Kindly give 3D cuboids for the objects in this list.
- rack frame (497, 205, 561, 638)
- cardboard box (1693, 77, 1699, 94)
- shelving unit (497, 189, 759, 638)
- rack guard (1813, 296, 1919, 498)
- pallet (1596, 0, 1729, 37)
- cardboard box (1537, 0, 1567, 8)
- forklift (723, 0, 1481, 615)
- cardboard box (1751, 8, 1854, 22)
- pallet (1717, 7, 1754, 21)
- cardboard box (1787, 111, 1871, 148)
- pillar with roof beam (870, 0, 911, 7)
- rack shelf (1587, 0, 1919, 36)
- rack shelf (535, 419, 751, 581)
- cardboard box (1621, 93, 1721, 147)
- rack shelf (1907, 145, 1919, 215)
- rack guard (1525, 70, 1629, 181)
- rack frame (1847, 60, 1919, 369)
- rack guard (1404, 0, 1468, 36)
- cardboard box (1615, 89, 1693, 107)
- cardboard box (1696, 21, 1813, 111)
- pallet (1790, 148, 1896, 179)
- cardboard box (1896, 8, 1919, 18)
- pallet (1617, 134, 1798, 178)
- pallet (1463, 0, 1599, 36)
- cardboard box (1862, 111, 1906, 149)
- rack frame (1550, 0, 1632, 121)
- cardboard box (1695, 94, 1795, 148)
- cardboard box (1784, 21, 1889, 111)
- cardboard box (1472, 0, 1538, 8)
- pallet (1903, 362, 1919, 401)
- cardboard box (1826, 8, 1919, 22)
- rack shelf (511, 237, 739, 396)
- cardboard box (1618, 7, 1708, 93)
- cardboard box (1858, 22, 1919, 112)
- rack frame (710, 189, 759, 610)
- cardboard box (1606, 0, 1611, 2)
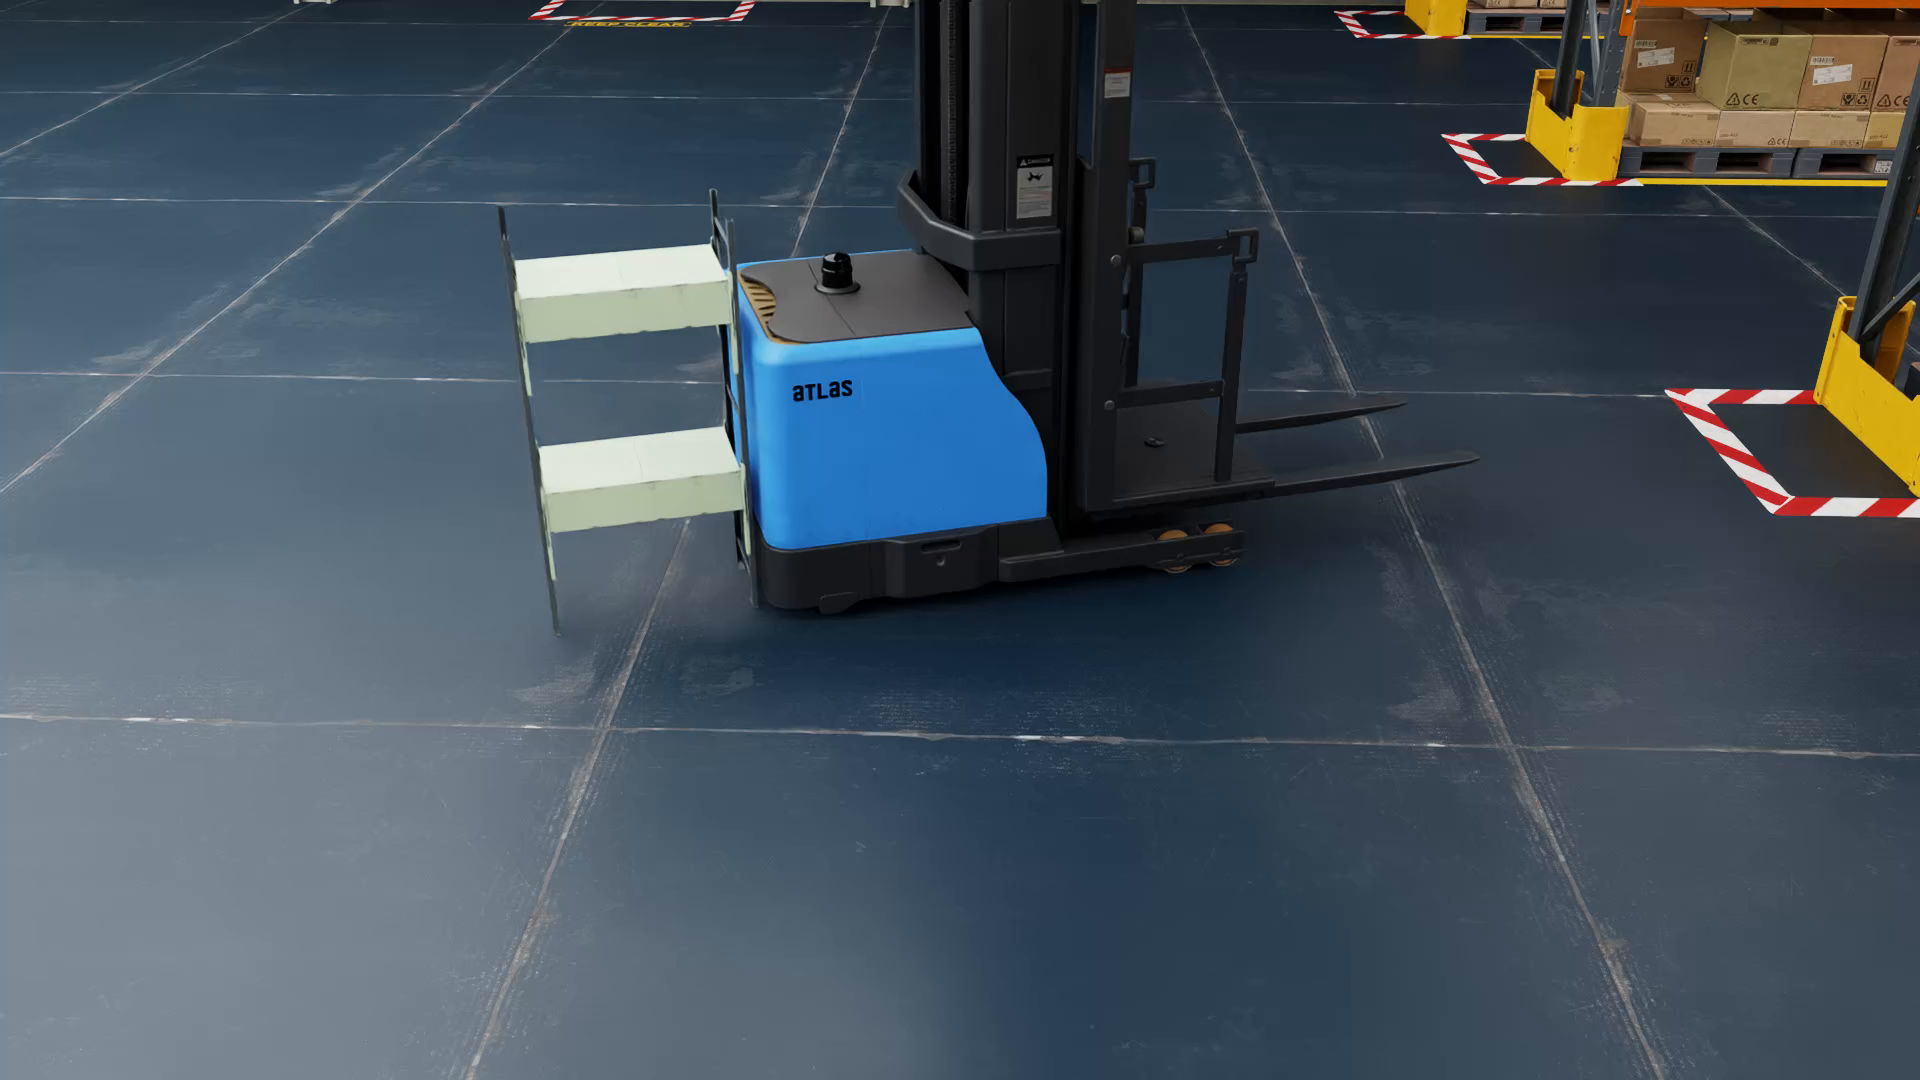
[{"bbox_3d":[-1.526,-0.397,5.898,0.023,1.500,0.400,-8,29,-14],"label":"rack frame"},{"bbox_3d":[5.425,-3.153,11.982,0.500,0.250,0.500,1,28,2],"label":"cardboard box"},{"bbox_3d":[-1.174,-0.444,5.987,0.755,1.500,0.431,-8,29,-14],"label":"shelving unit"},{"bbox_3d":[4.277,-0.653,7.449,0.348,0.500,1.175,1,28,2],"label":"rack guard"},{"bbox_3d":[6.652,-5.089,16.125,1.213,0.211,1.003,1,28,2],"label":"pallet"},{"bbox_3d":[5.808,-5.318,15.980,0.500,0.311,0.500,3,28,6],"label":"cardboard box"},{"bbox_3d":[0.621,-1.395,6.251,3.031,2.935,1.130,-8,29,-14],"label":"forklift"},{"bbox_3d":[5.925,-3.478,11.795,0.500,0.500,0.500,1,28,2],"label":"cardboard box"},{"bbox_3d":[7.875,-5.071,16.090,1.213,0.211,1.003,1,28,2],"label":"pallet"},{"bbox_3d":[5.906,-2.898,11.502,0.500,0.250,0.500,1,28,2],"label":"cardboard box"},{"bbox_3d":[-0.869,-7.502,11.294,0.400,9.000,9.100,1,28,2],"label":"pillar with roof beam"},{"bbox_3d":[6.377,-3.705,11.304,4.000,0.370,1.077,1,28,2],"label":"rack shelf"},{"bbox_3d":[-1.174,-0.156,6.140,0.720,0.370,0.431,-8,29,-14],"label":"rack shelf"},{"bbox_3d":[4.907,-2.913,11.530,0.500,0.250,0.500,1,28,2],"label":"cardboard box"},{"bbox_3d":[6.199,-1.386,6.930,4.000,0.370,1.077,1,28,2],"label":"rack shelf"},{"bbox_3d":[4.354,-2.951,11.784,0.348,0.500,1.175,1,28,2],"label":"rack guard"},{"bbox_3d":[4.200,-1.737,6.824,0.127,3.000,1.000,1,28,2],"label":"rack frame"},{"bbox_3d":[4.625,-5.269,16.155,0.348,0.500,1.175,1,28,2],"label":"rack guard"},{"bbox_3d":[4.925,-3.156,11.987,0.500,0.250,0.500,1,28,2],"label":"cardboard box"},{"bbox_3d":[5.406,-3.237,11.341,0.500,0.500,0.500,1,28,2],"label":"cardboard box"},{"bbox_3d":[6.360,-2.809,11.823,1.213,0.211,1.003,1,28,2],"label":"pallet"},{"bbox_3d":[6.924,-3.462,11.765,0.500,0.500,0.500,1,28,2],"label":"cardboard box"},{"bbox_3d":[5.144,-2.830,11.864,1.213,0.211,1.003,1,28,2],"label":"pallet"},{"bbox_3d":[5.436,-5.111,16.166,1.213,0.211,1.003,1,28,2],"label":"pallet"},{"bbox_3d":[6.406,-2.888,11.482,0.500,0.250,0.500,1,28,2],"label":"cardboard box"},{"bbox_3d":[4.378,-4.055,11.198,0.127,3.000,1.000,1,28,2],"label":"rack frame"},{"bbox_3d":[5.406,-2.907,11.518,0.500,0.250,0.500,1,28,2],"label":"cardboard box"},{"bbox_3d":[5.906,-3.235,11.336,0.500,0.500,0.500,1,28,2],"label":"cardboard box"},{"bbox_3d":[5.238,-5.327,15.997,0.500,0.311,0.500,-2,28,-4],"label":"cardboard box"},{"bbox_3d":[5.089,-0.510,7.486,1.213,0.211,1.003,1,28,2],"label":"pallet"},{"bbox_3d":[6.424,-3.469,11.779,0.500,0.500,0.500,1,28,2],"label":"cardboard box"},{"bbox_3d":[-1.174,-0.789,5.804,0.720,0.370,0.431,-8,29,-14],"label":"rack shelf"},{"bbox_3d":[4.925,-3.488,11.814,0.500,0.500,0.500,1,28,2],"label":"cardboard box"},{"bbox_3d":[6.405,-3.218,11.305,0.500,0.500,0.500,1,28,2],"label":"cardboard box"},{"bbox_3d":[-0.822,-0.491,6.075,0.023,1.500,0.400,-8,29,-14],"label":"rack frame"},{"bbox_3d":[6.539,-5.366,15.868,0.500,0.500,0.700,-1,28,-1],"label":"cardboard box"}]
